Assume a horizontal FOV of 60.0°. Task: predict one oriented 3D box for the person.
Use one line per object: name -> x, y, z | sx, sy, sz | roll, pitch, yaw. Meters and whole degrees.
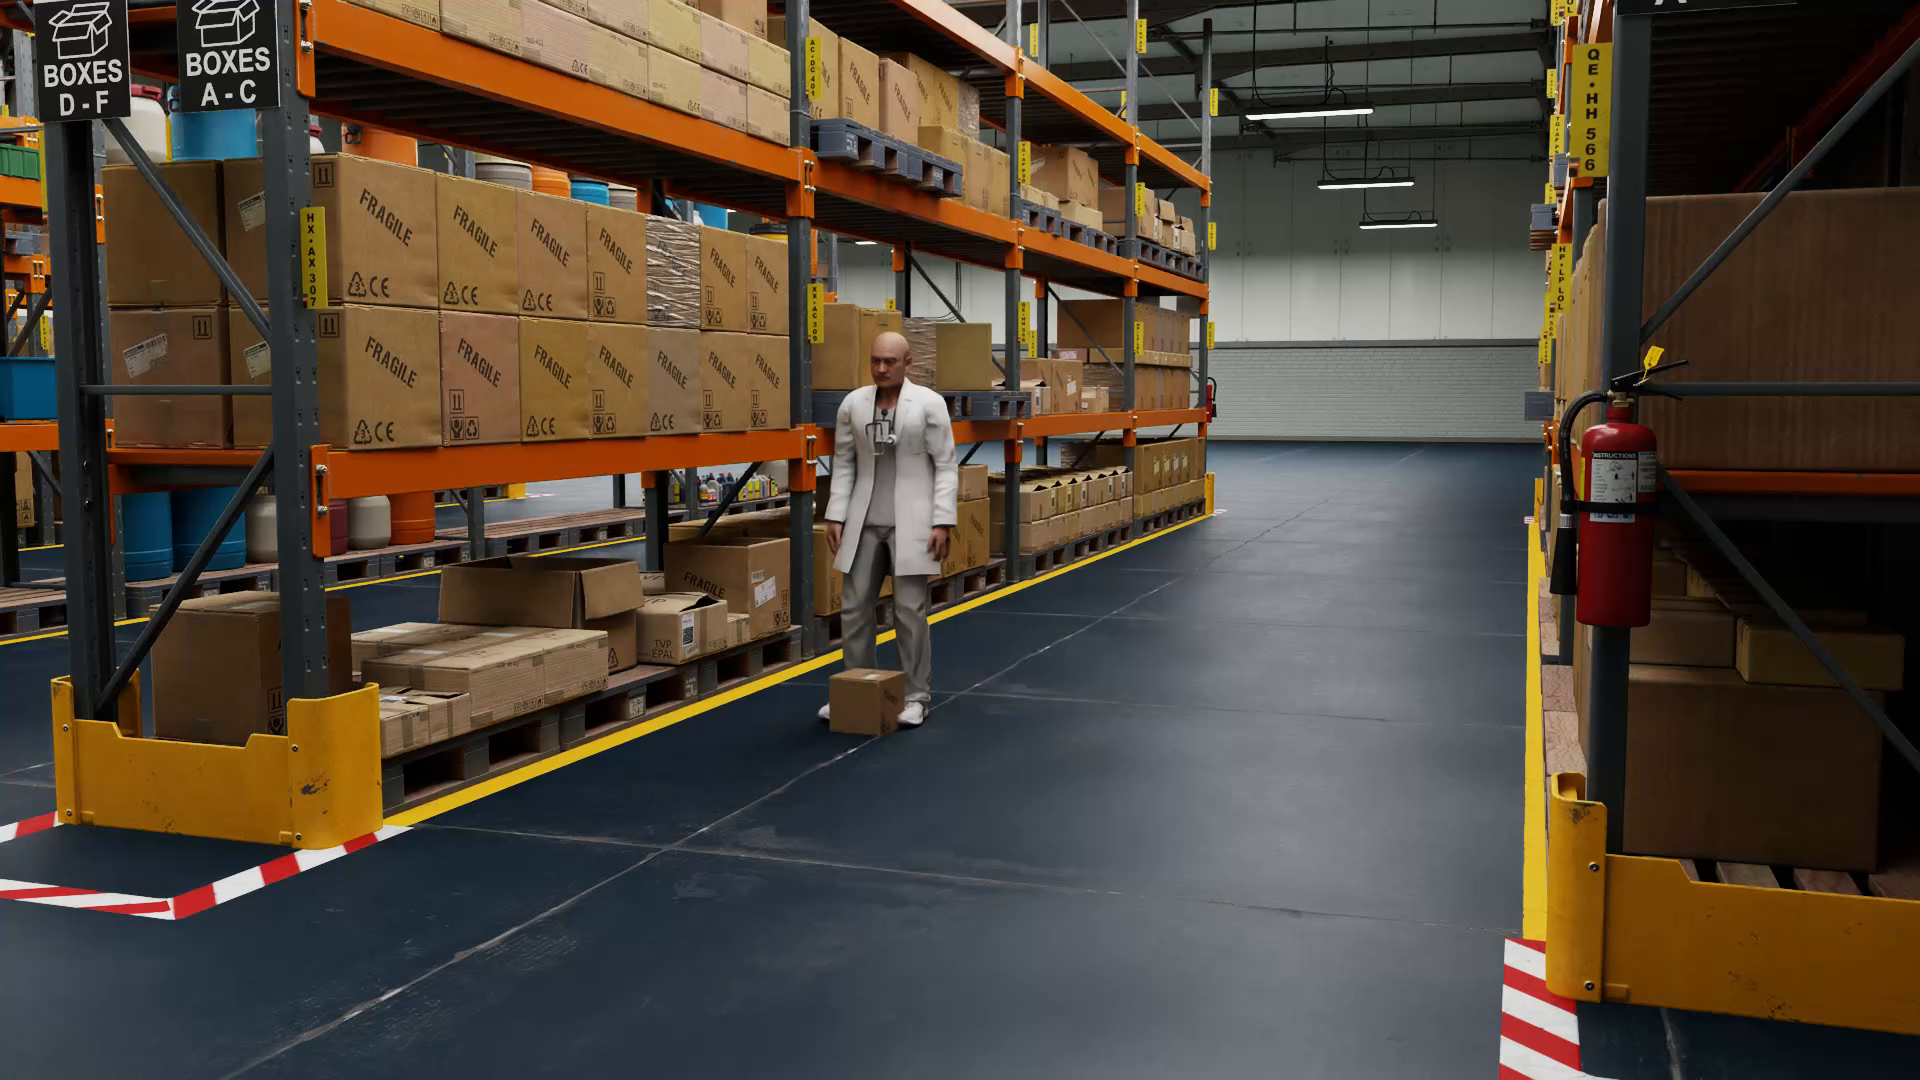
person -> -0.321, -0.057, 7.587 | 0.640, 1.772, 0.428 | 2, 5, 19
